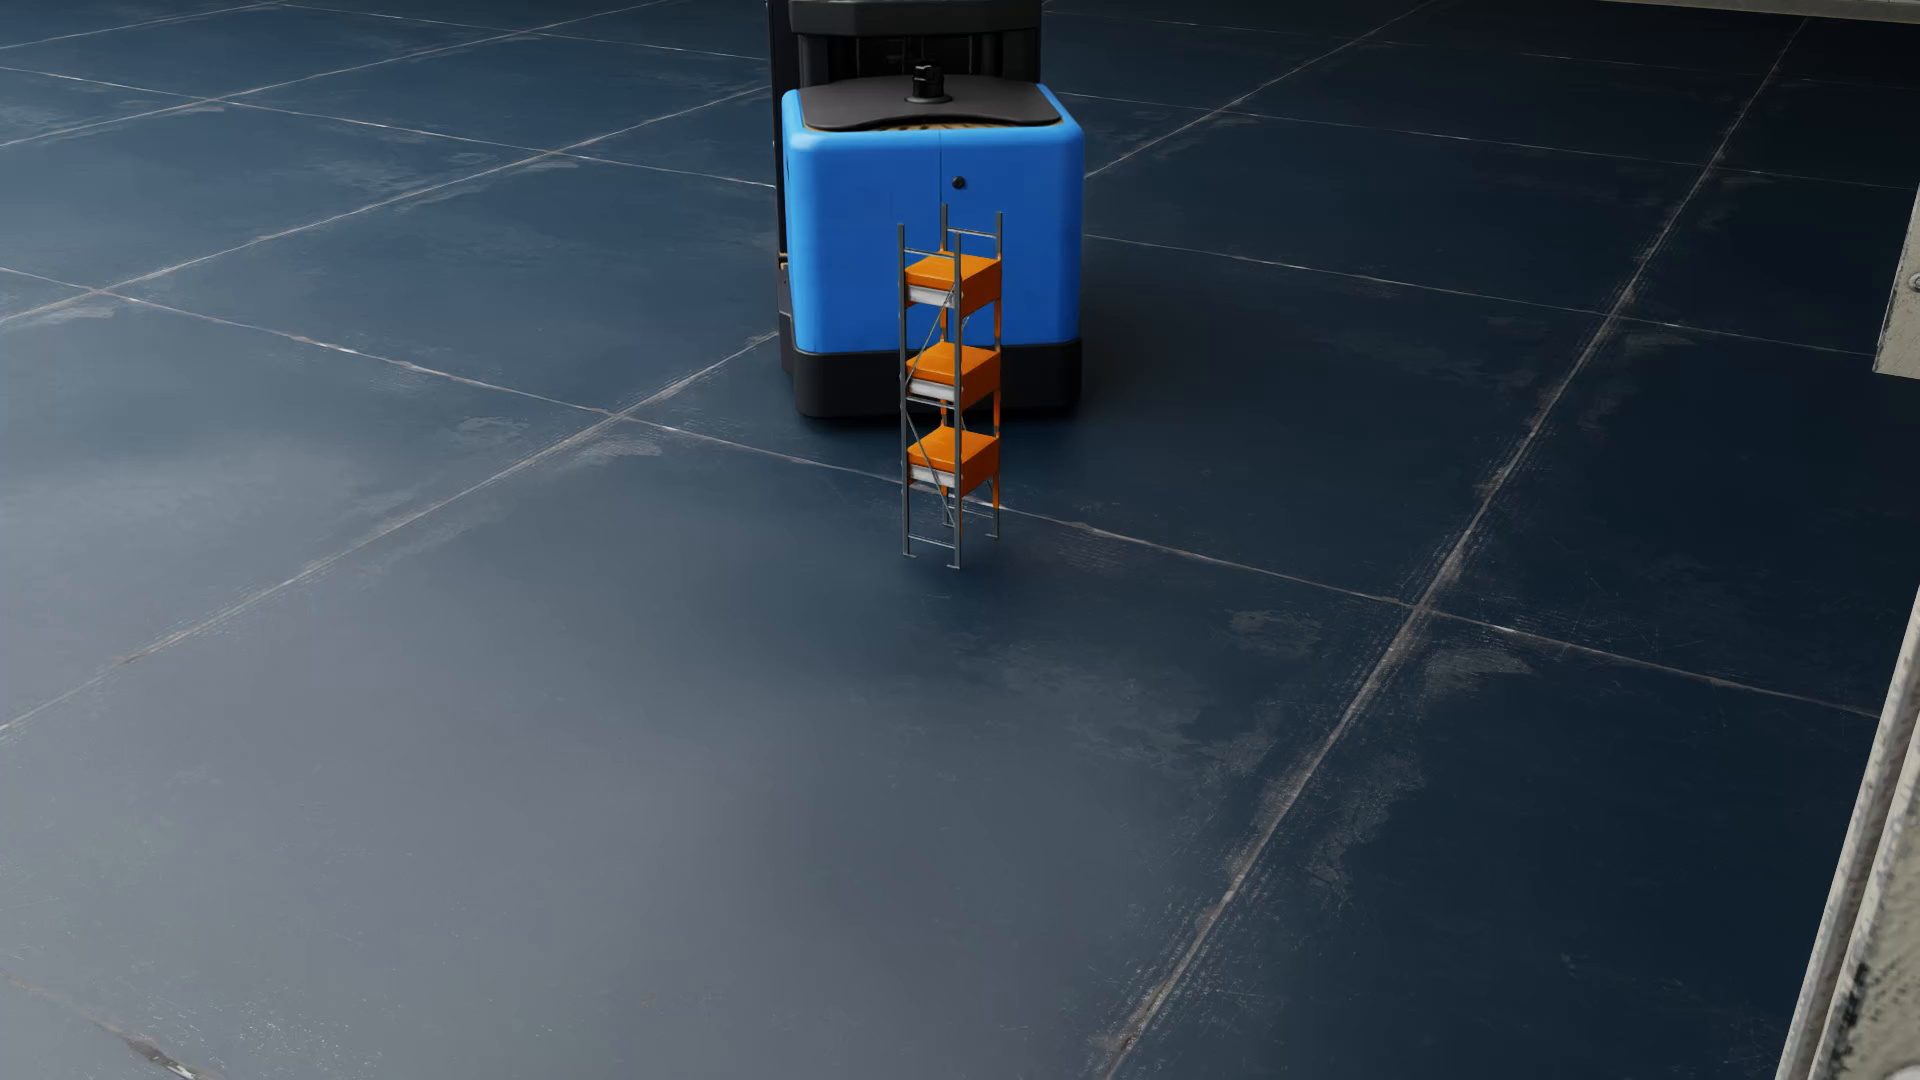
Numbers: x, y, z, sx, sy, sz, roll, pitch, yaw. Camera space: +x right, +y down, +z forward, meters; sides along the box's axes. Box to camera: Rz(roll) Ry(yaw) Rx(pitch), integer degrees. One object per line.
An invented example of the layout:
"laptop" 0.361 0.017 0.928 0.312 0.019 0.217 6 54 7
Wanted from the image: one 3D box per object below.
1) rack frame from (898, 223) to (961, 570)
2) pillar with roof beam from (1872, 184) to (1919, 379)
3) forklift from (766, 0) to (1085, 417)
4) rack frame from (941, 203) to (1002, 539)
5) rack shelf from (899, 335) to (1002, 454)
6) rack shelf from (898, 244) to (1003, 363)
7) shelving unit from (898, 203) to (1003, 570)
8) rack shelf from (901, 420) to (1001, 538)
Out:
"rack frame" -0.086 -0.401 4.878 0.200 1.050 0.008 14 30 26
"pillar with roof beam" 0.094 -5.682 6.547 9.100 9.000 0.400 14 30 26
"forklift" -0.251 -2.382 6.733 1.130 2.935 3.031 -3 27 -6
"rack frame" 0.034 -0.496 5.068 0.200 1.050 0.008 14 30 26
"rack shelf" -0.026 -0.439 4.978 0.215 0.259 0.240 14 30 26
"rack shelf" -0.026 -0.693 4.851 0.215 0.259 0.240 14 30 26
"shelving unit" -0.026 -0.449 4.973 0.215 1.050 0.252 14 30 26
"rack shelf" -0.026 -0.191 5.102 0.215 0.259 0.240 14 30 26
